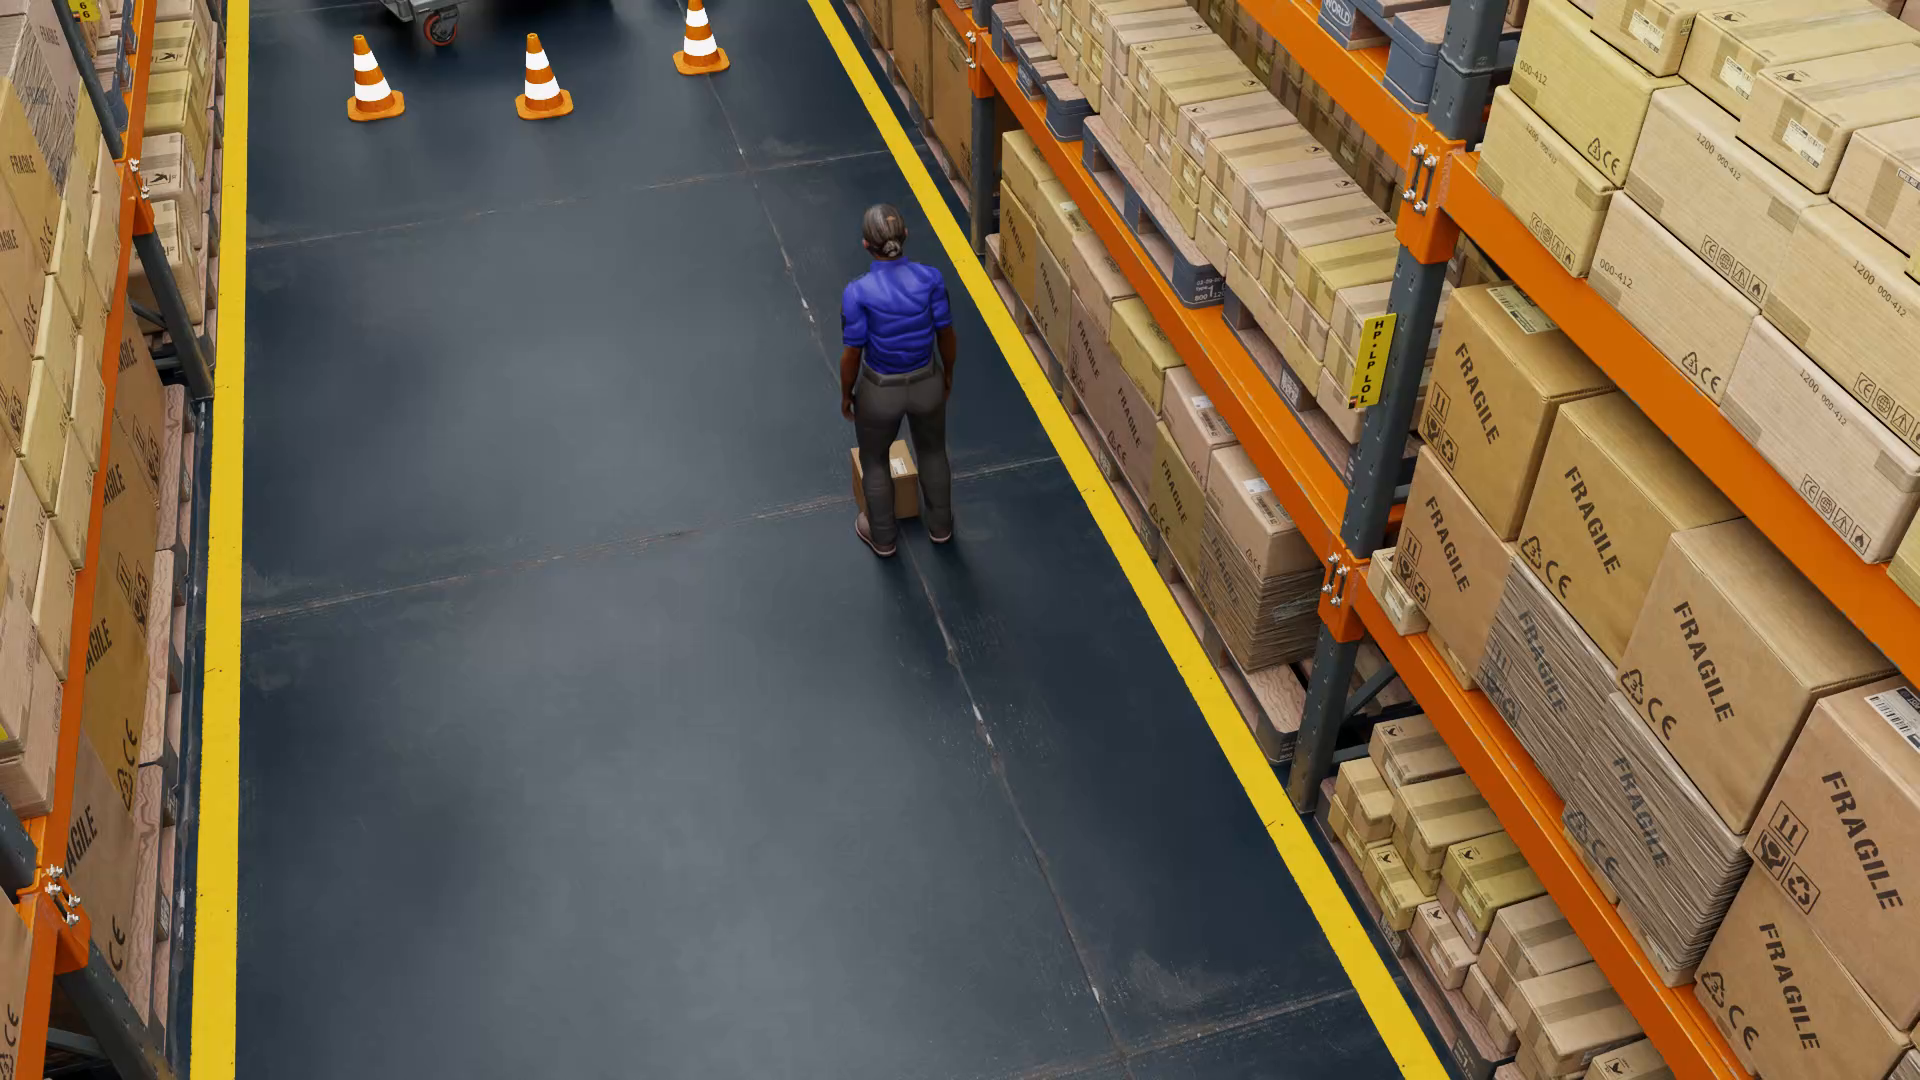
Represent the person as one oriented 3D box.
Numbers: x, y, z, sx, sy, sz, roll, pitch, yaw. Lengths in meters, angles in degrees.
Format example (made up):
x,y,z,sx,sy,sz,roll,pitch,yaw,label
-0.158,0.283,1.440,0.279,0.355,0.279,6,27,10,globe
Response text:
x,y,z,sx,sy,sz,roll,pitch,yaw,label
-0.250,-0.629,6.851,0.506,1.654,0.346,-13,44,-14,person
